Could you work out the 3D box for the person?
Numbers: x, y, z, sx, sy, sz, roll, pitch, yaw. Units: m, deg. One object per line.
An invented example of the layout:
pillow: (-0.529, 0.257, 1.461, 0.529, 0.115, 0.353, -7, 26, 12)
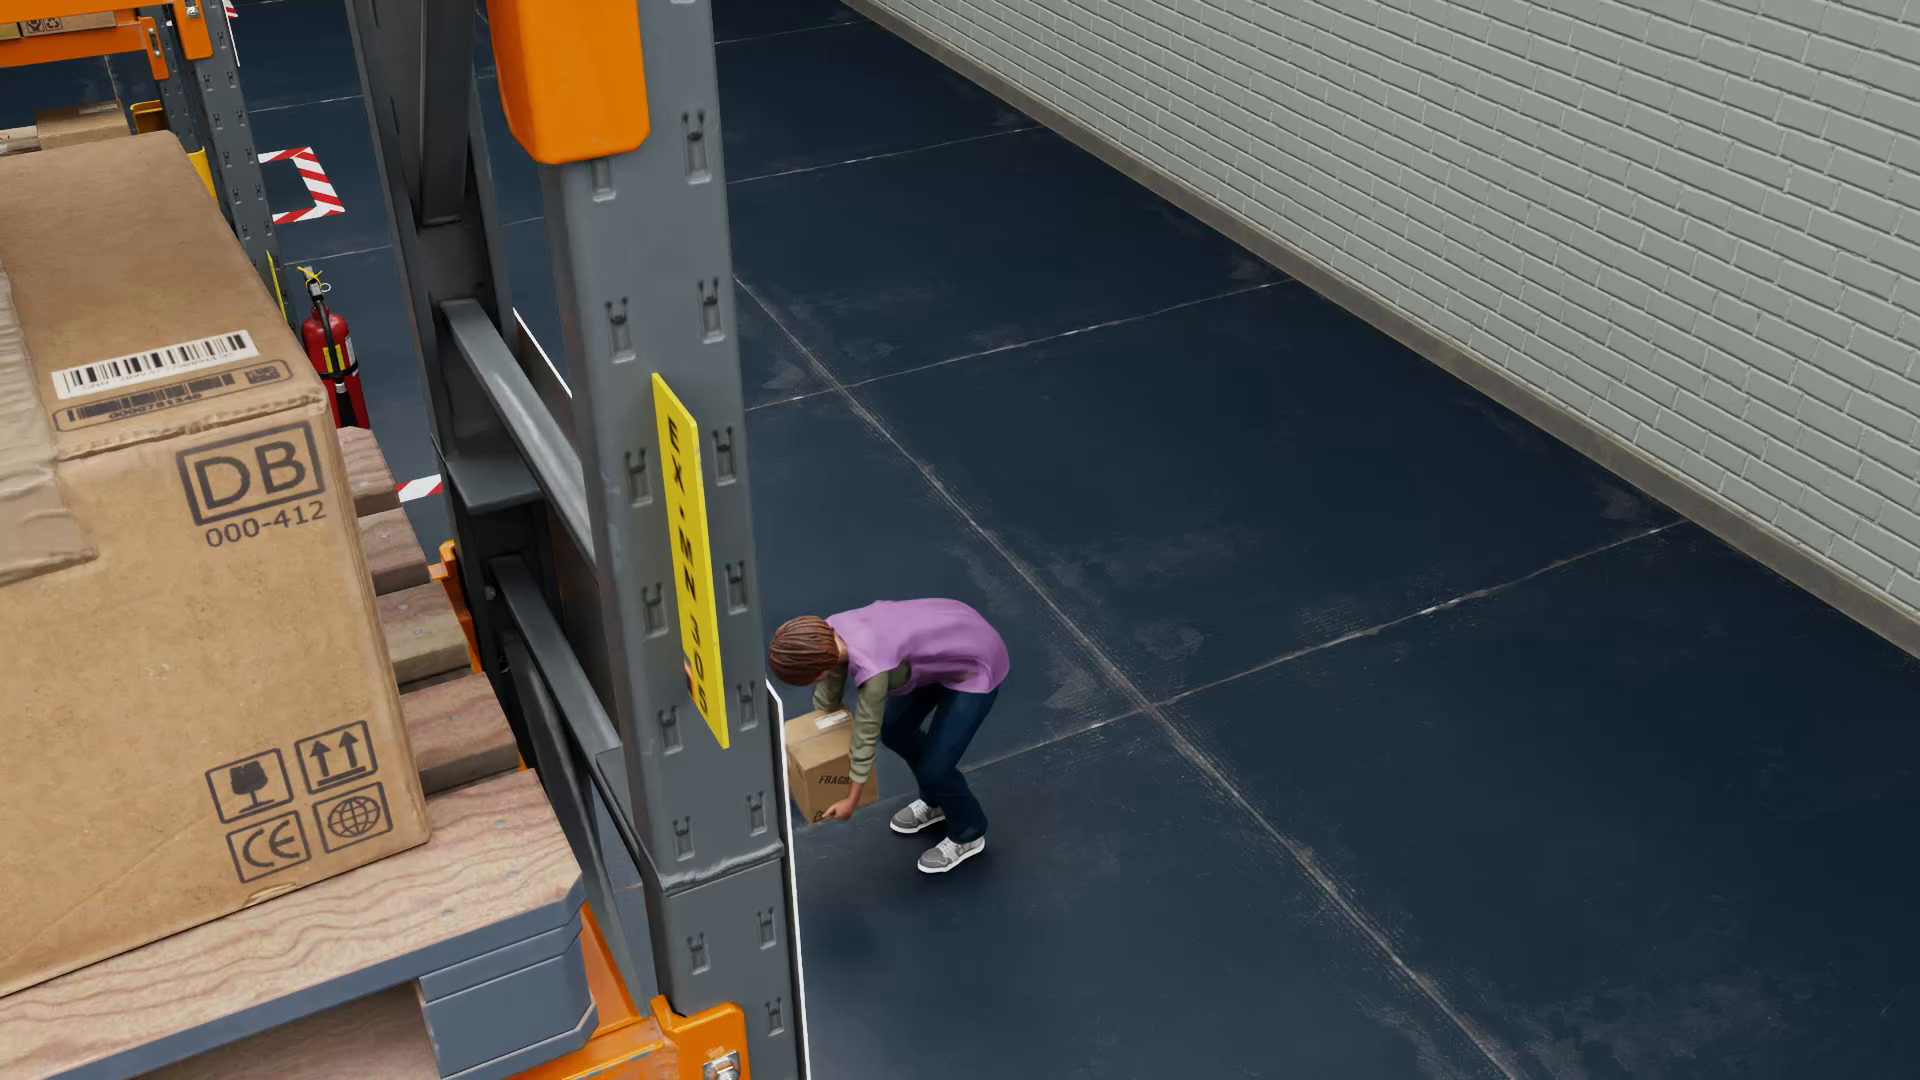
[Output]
person: (-0.230, 0.653, 5.593, 0.837, 1.124, 0.398, -17, 37, -24)
